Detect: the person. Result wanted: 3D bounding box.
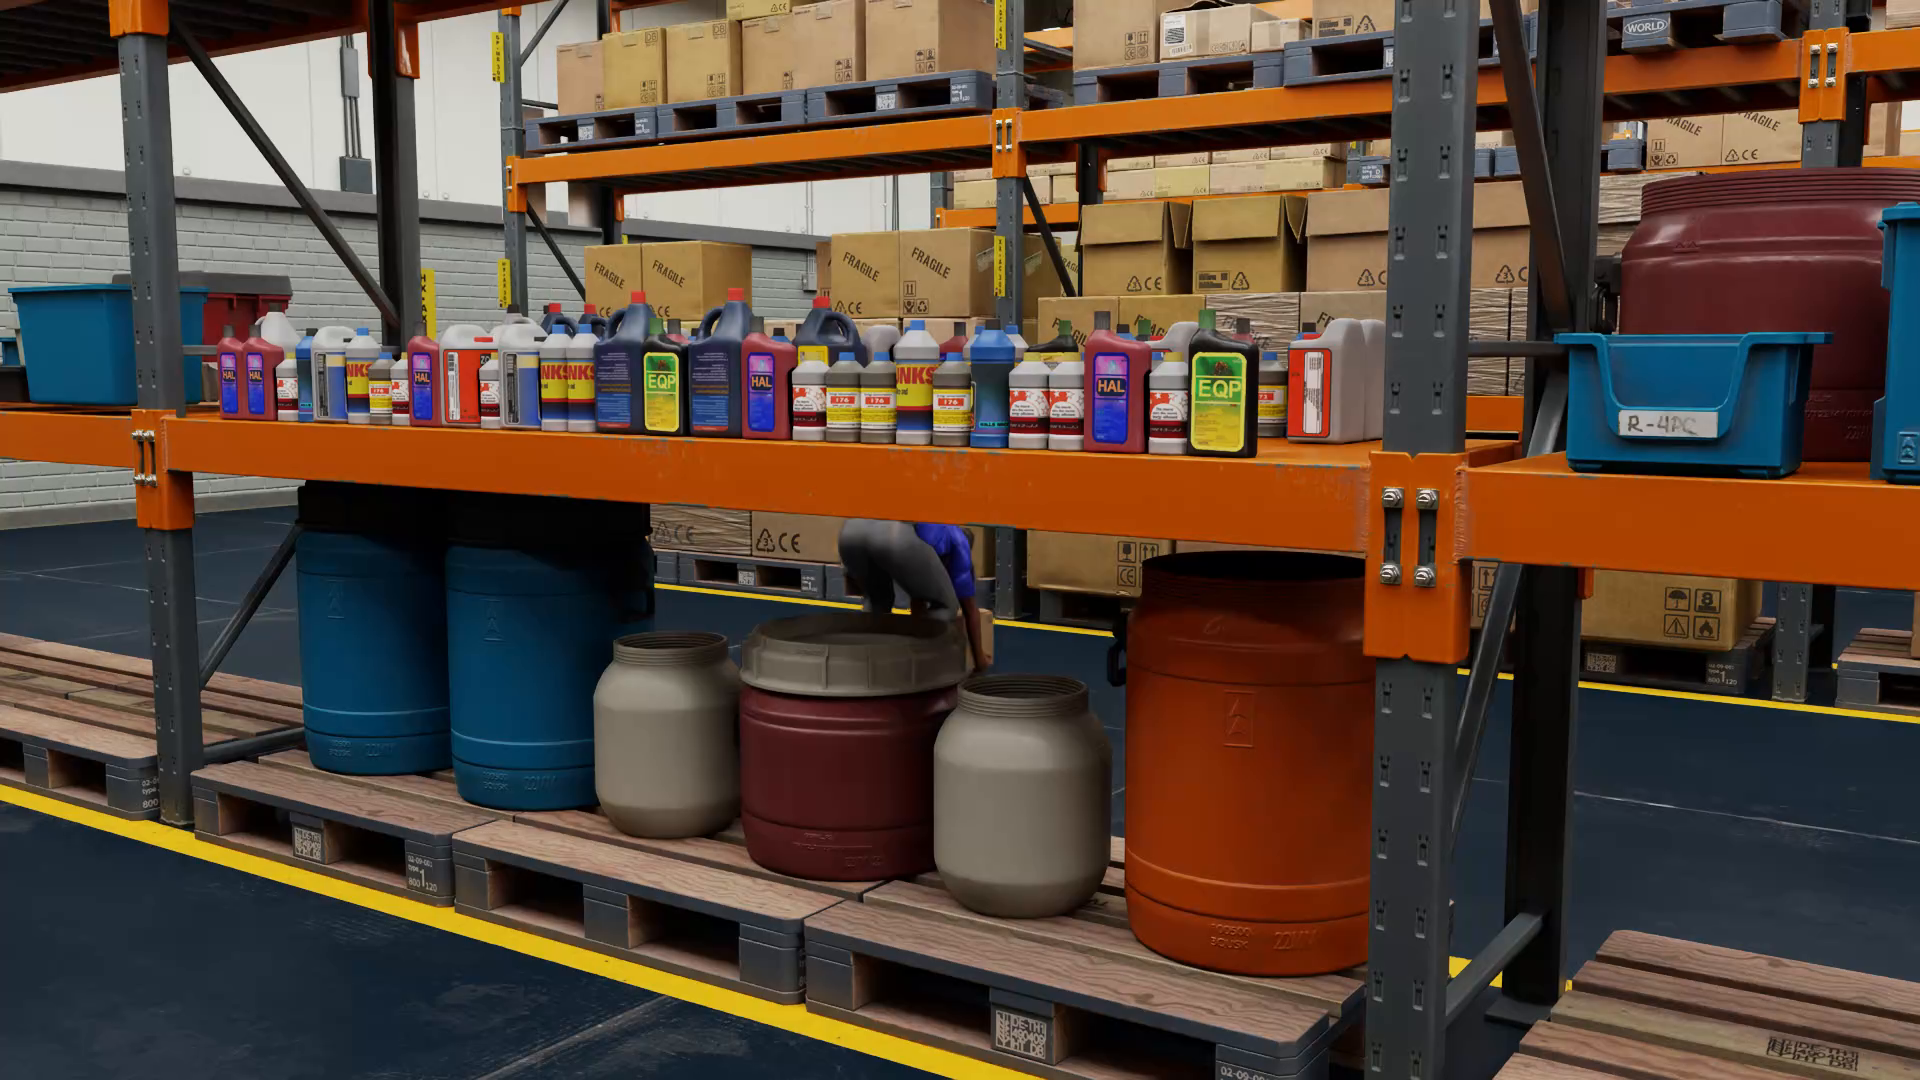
[{"bbox_3d":[-0.198,0.242,7.375,0.462,0.877,0.866,4,7,31],"label":"person"}]
